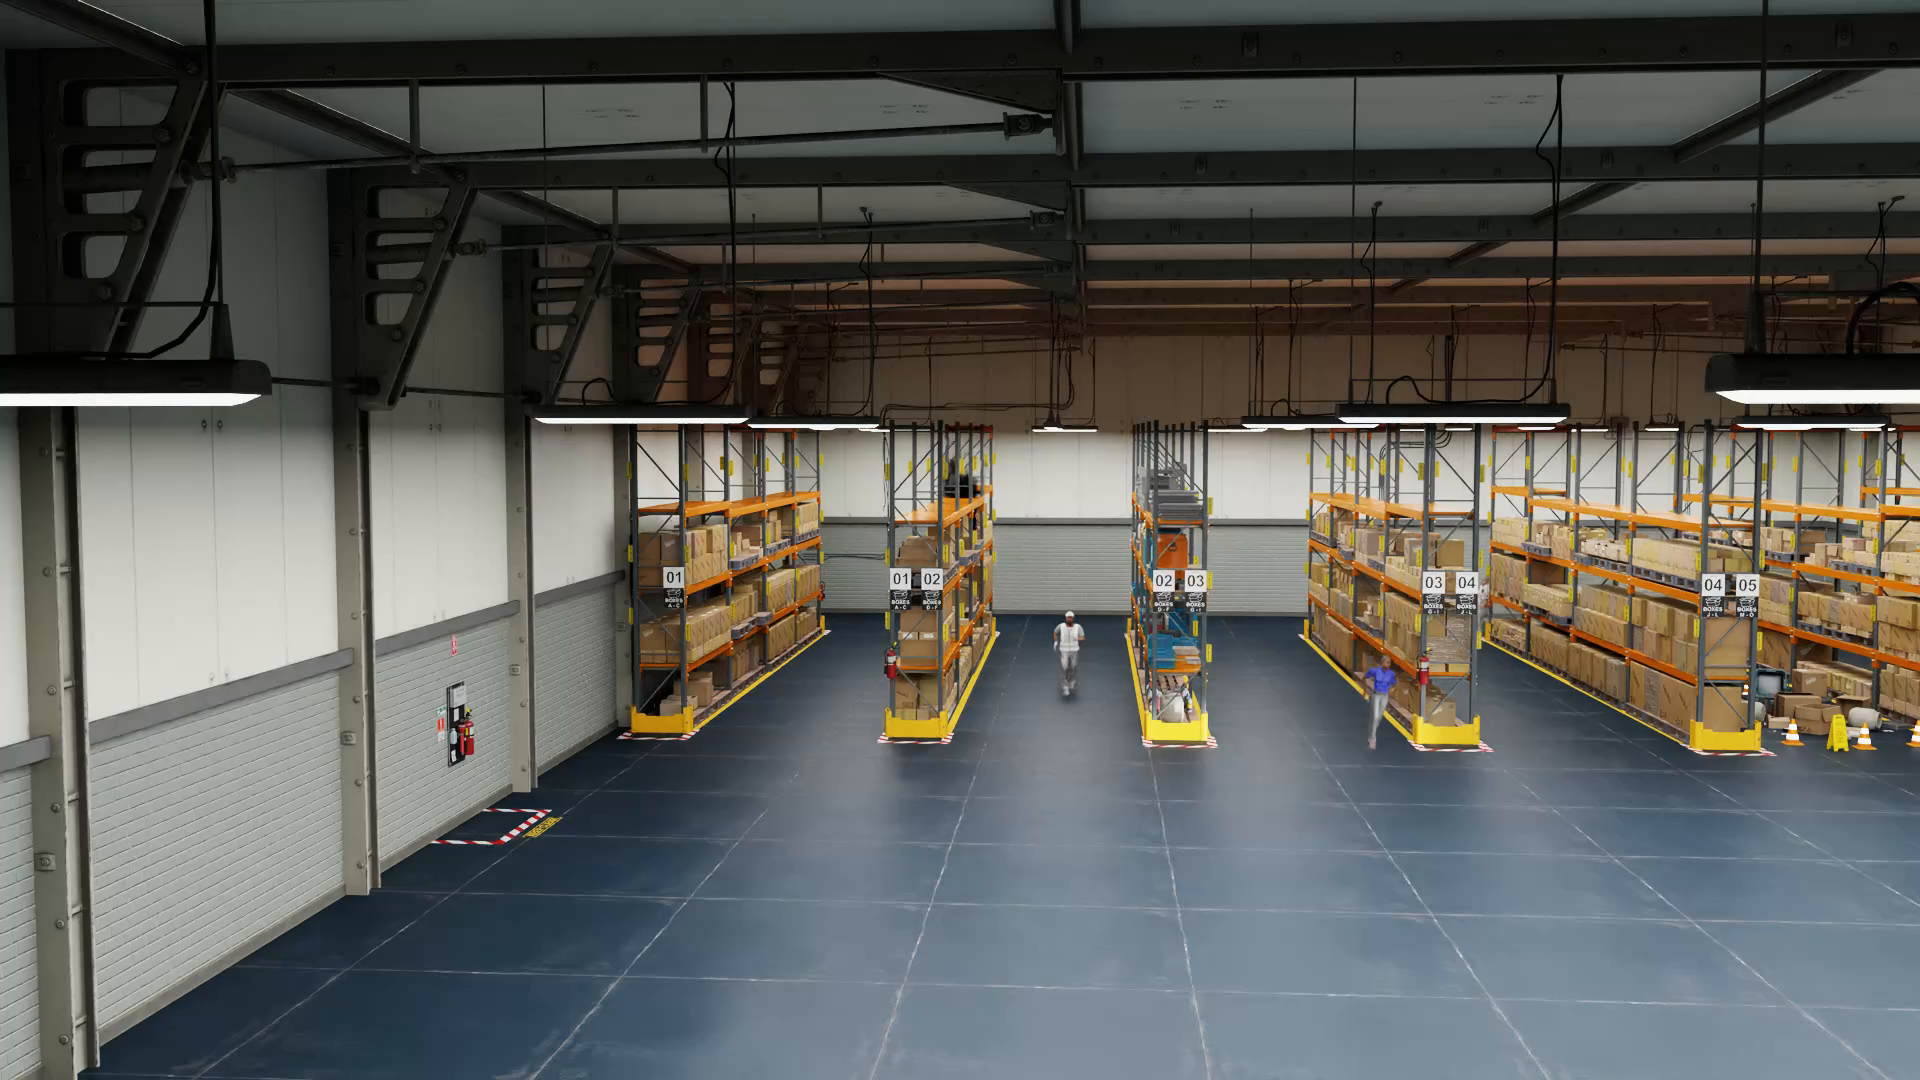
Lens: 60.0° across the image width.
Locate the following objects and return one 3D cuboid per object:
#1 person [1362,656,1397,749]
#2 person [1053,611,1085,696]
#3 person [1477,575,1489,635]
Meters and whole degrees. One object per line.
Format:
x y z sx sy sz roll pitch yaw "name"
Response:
7.736 2.956 30.731 0.618 1.670 0.807 -1 4 -11 "person"
2.418 2.487 36.796 0.672 1.826 0.857 0 4 -2 "person"
14.970 1.864 47.391 0.637 1.731 0.716 -1 4 -13 "person"
